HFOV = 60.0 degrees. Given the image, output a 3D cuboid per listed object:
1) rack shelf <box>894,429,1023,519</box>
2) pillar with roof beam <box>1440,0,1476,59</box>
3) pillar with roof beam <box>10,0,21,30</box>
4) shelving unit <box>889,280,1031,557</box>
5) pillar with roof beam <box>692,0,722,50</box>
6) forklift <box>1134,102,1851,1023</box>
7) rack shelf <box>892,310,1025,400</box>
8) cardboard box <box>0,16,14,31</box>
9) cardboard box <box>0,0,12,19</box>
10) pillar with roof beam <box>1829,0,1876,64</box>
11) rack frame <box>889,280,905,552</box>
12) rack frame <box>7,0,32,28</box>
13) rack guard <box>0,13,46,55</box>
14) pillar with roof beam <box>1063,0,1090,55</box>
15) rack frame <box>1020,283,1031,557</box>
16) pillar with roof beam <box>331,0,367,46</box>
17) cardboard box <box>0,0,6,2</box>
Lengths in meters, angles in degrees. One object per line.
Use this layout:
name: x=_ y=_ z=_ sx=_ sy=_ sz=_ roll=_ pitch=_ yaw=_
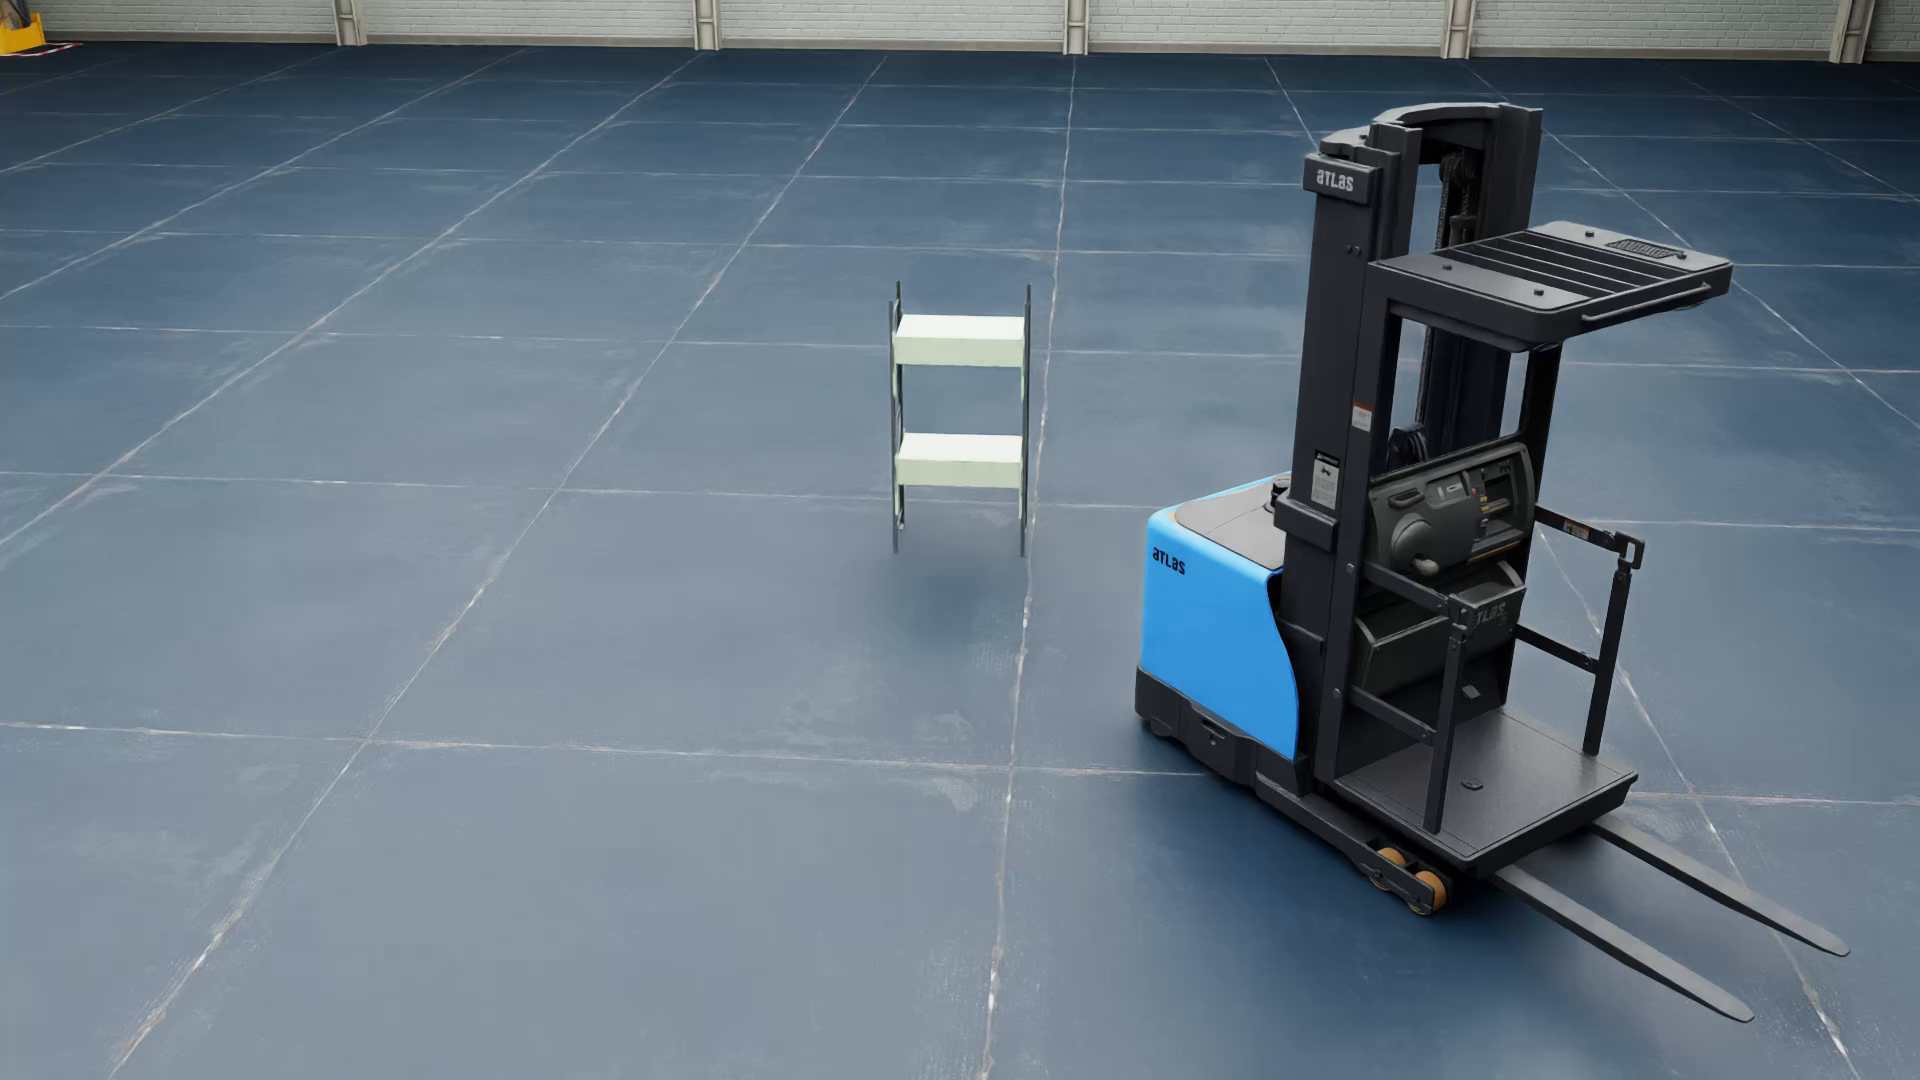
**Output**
rack shelf: x=0.007 y=-0.385 z=9.572 sx=0.720 sy=0.370 sz=0.431 roll=2 pitch=25 yaw=4
pillar with roof beam: x=7.518 y=-9.959 z=20.629 sx=0.400 sy=9.000 sz=9.100 roll=2 pitch=25 yaw=4
pillar with roof beam: x=-16.412 y=-10.727 z=22.298 sx=0.400 sy=9.000 sz=9.100 roll=2 pitch=25 yaw=4
shelving unit: x=0.007 y=-0.681 z=9.436 sx=0.755 sy=1.500 sz=0.431 roll=2 pitch=25 yaw=4
pillar with roof beam: x=-4.447 y=-10.343 z=21.463 sx=0.400 sy=9.000 sz=9.100 roll=2 pitch=25 yaw=4
forklift: x=2.078 y=-0.087 z=6.433 sx=1.130 sy=2.935 sz=3.031 roll=-16 pitch=29 yaw=-31
rack shelf: x=0.007 y=-1.036 z=9.273 sx=0.720 sy=0.370 sz=0.431 roll=2 pitch=25 yaw=4
cardboard box: x=-15.932 y=-8.437 z=27.285 sx=0.500 sy=0.250 sz=0.500 roll=2 pitch=25 yaw=4
cardboard box: x=-15.910 y=-8.669 z=27.190 sx=0.500 sy=0.250 sz=0.500 roll=2 pitch=25 yaw=5
pillar with roof beam: x=13.500 y=-9.767 z=20.212 sx=0.400 sy=9.000 sz=9.100 roll=2 pitch=25 yaw=4
rack frame: x=-0.358 y=-0.693 z=9.462 sx=0.023 sy=1.500 sz=0.400 roll=2 pitch=25 yaw=4
rack frame: x=-15.457 y=-9.398 z=26.586 sx=0.127 sy=3.000 sz=1.000 roll=2 pitch=25 yaw=4
rack guard: x=-15.433 y=-8.262 z=27.107 sx=0.348 sy=0.500 sz=1.175 roll=2 pitch=25 yaw=4
pillar with roof beam: x=1.536 y=-10.151 z=21.046 sx=0.400 sy=9.000 sz=9.100 roll=2 pitch=25 yaw=4
rack frame: x=0.372 y=-0.669 z=9.411 sx=0.023 sy=1.500 sz=0.400 roll=2 pitch=25 yaw=4
pillar with roof beam: x=-10.429 y=-10.535 z=21.881 sx=0.400 sy=9.000 sz=9.100 roll=2 pitch=25 yaw=4
cardboard box: x=-15.922 y=-8.888 z=27.069 sx=0.500 sy=0.250 sz=0.500 roll=1 pitch=25 yaw=3
